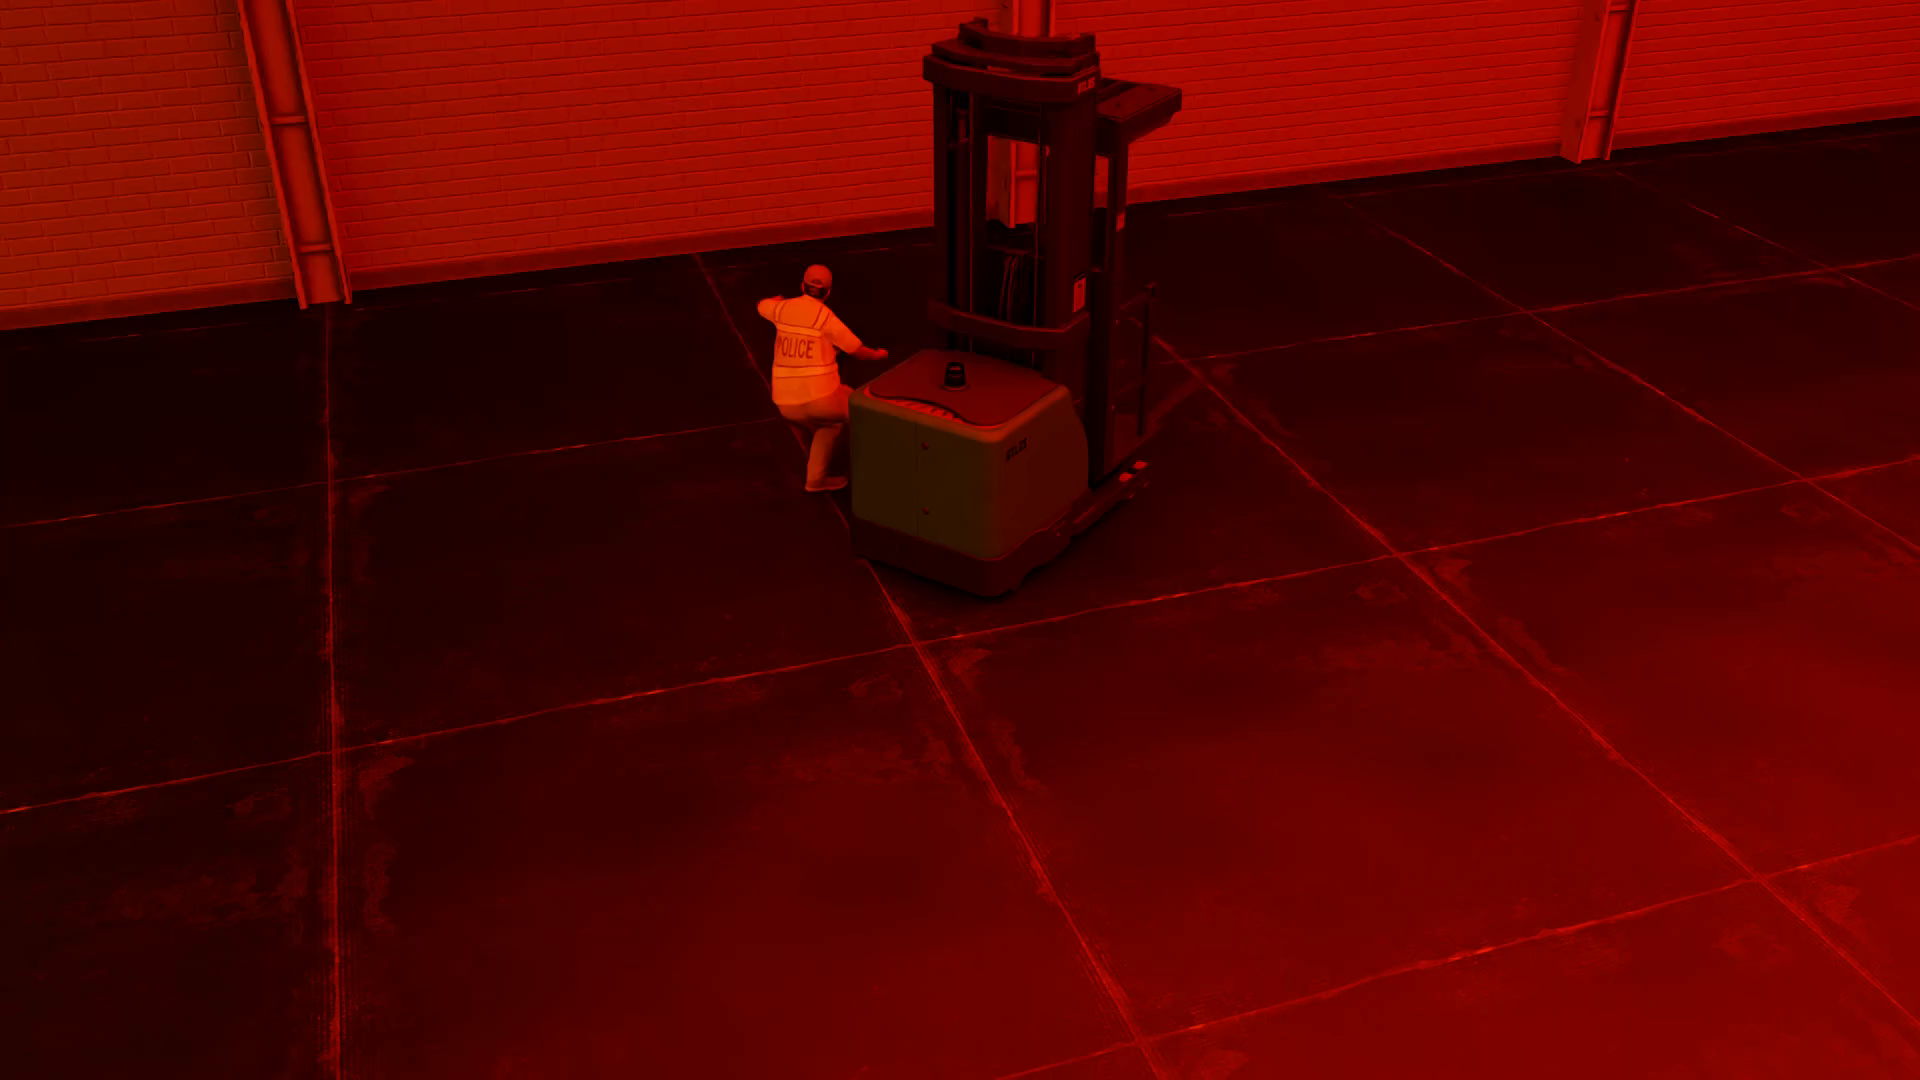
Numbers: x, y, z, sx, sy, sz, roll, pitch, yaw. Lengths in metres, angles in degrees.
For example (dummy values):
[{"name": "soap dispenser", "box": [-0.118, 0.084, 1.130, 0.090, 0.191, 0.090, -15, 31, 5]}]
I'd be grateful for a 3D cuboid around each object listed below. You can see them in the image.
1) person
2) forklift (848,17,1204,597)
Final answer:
[{"name": "person", "box": [-0.737, -0.996, 10.327, 1.358, 1.423, 0.826, 13, 32, 21]}, {"name": "forklift", "box": [0.583, -1.644, 9.944, 1.130, 2.935, 3.031, 18, 35, 28]}]
